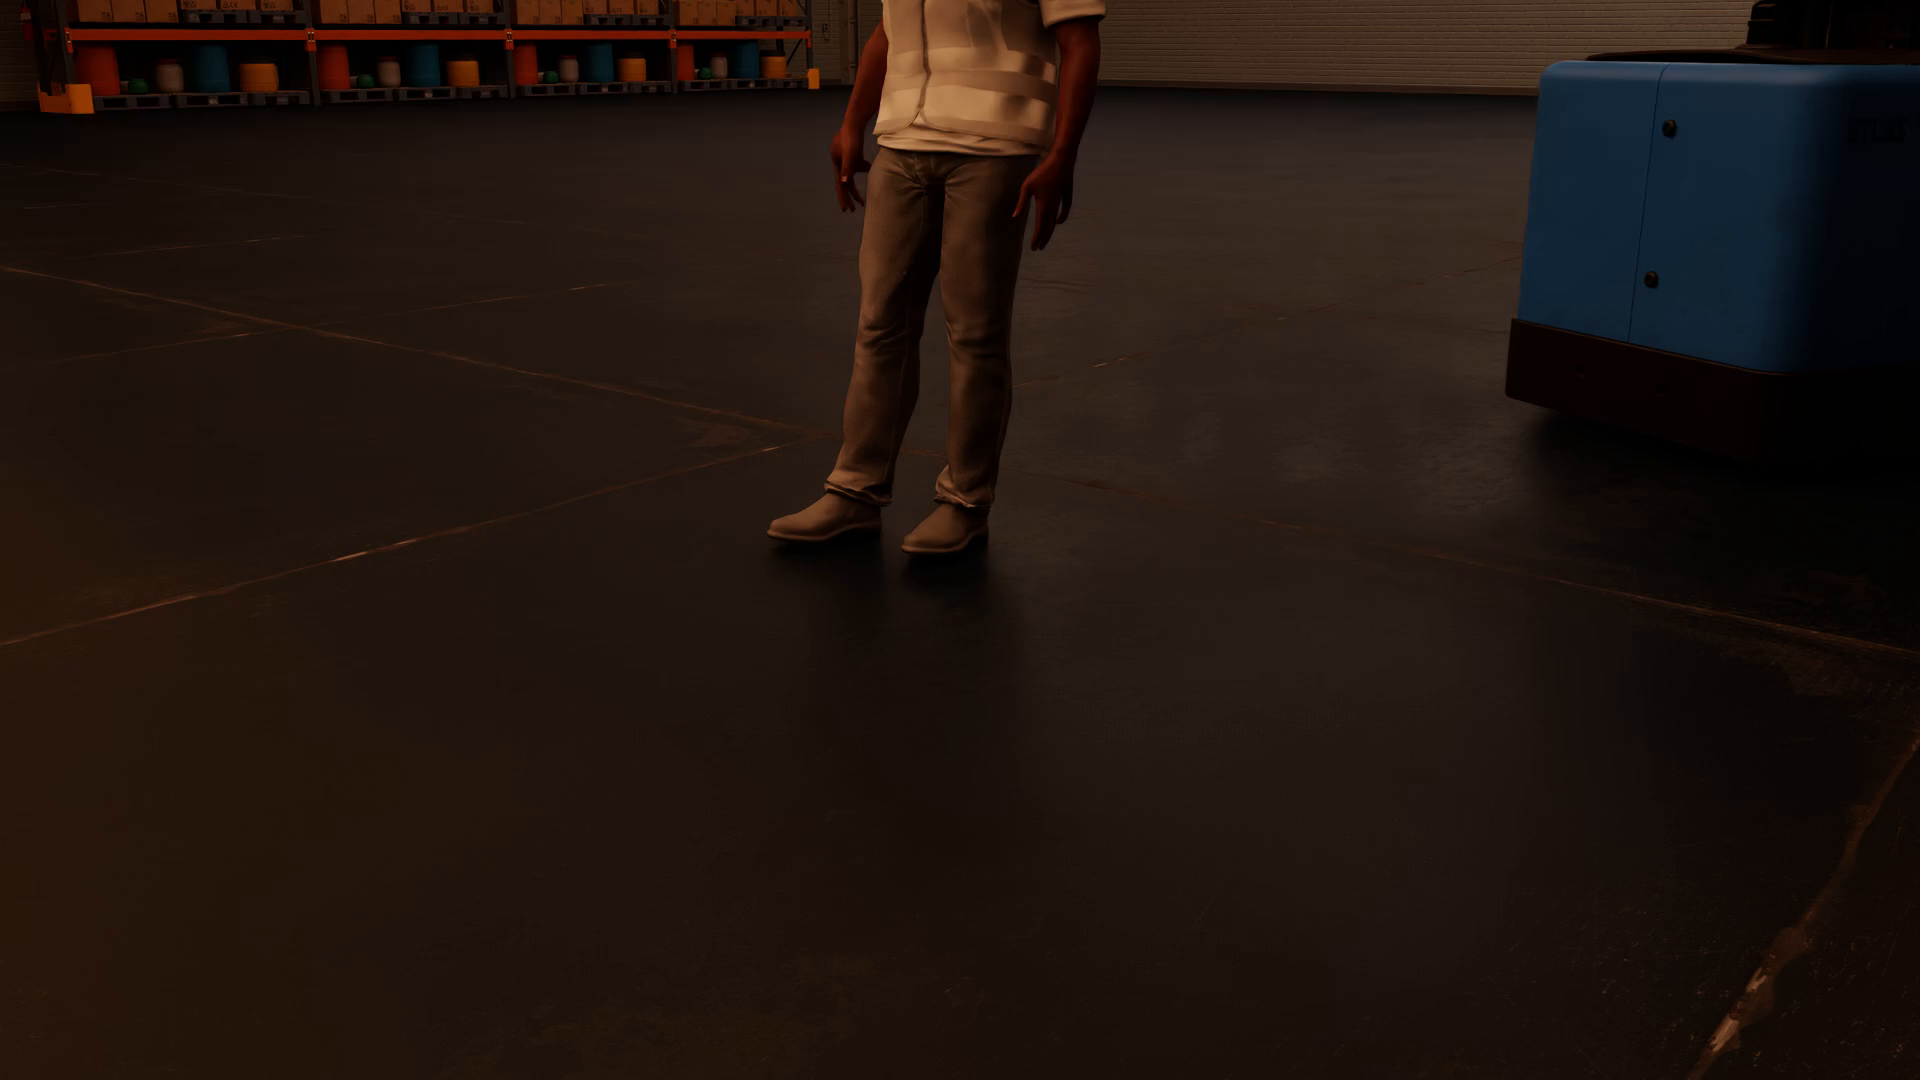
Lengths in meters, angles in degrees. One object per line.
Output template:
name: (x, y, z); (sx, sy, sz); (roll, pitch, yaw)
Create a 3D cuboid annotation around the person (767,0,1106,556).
person: (-0.049, -0.837, 3.635); (0.665, 1.768, 0.575); (13, 21, 37)

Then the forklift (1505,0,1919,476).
forklift: (3.260, -1.837, 4.946); (3.031, 2.935, 1.130); (-7, 18, -23)
